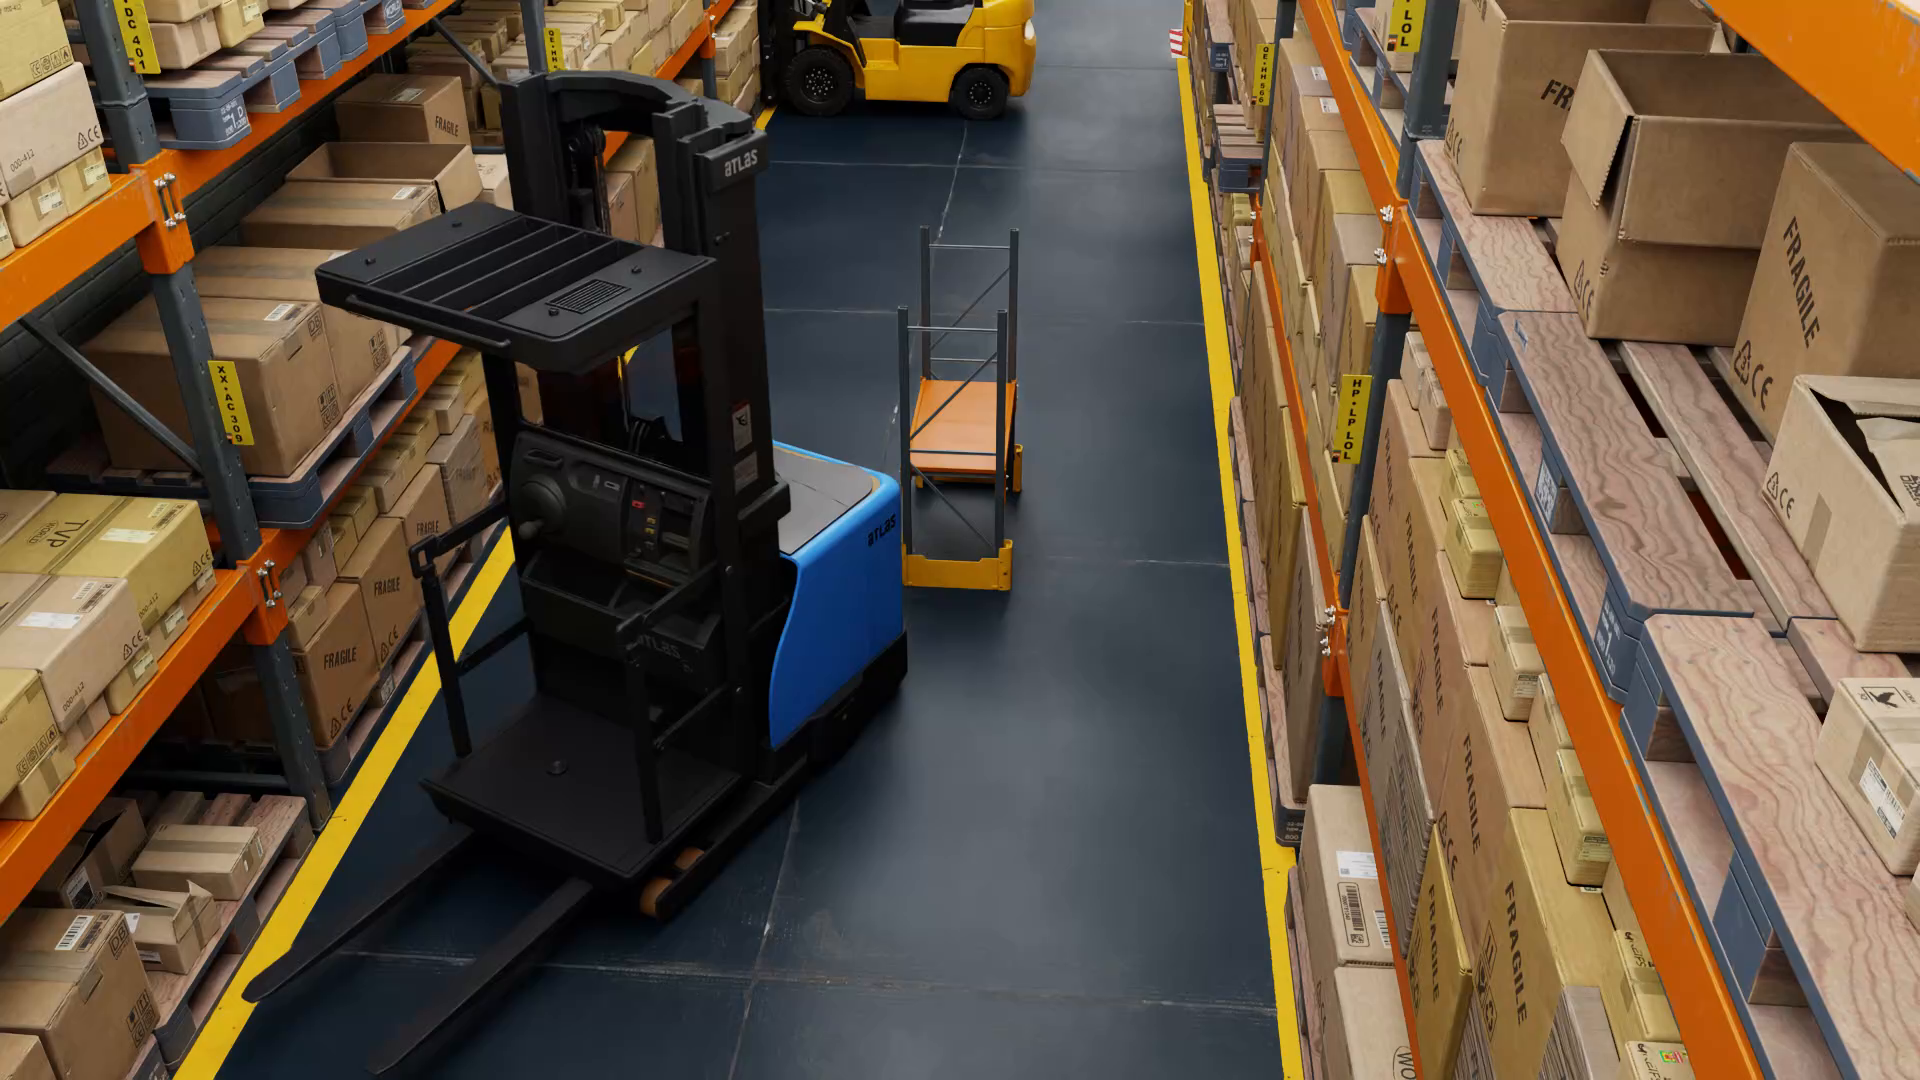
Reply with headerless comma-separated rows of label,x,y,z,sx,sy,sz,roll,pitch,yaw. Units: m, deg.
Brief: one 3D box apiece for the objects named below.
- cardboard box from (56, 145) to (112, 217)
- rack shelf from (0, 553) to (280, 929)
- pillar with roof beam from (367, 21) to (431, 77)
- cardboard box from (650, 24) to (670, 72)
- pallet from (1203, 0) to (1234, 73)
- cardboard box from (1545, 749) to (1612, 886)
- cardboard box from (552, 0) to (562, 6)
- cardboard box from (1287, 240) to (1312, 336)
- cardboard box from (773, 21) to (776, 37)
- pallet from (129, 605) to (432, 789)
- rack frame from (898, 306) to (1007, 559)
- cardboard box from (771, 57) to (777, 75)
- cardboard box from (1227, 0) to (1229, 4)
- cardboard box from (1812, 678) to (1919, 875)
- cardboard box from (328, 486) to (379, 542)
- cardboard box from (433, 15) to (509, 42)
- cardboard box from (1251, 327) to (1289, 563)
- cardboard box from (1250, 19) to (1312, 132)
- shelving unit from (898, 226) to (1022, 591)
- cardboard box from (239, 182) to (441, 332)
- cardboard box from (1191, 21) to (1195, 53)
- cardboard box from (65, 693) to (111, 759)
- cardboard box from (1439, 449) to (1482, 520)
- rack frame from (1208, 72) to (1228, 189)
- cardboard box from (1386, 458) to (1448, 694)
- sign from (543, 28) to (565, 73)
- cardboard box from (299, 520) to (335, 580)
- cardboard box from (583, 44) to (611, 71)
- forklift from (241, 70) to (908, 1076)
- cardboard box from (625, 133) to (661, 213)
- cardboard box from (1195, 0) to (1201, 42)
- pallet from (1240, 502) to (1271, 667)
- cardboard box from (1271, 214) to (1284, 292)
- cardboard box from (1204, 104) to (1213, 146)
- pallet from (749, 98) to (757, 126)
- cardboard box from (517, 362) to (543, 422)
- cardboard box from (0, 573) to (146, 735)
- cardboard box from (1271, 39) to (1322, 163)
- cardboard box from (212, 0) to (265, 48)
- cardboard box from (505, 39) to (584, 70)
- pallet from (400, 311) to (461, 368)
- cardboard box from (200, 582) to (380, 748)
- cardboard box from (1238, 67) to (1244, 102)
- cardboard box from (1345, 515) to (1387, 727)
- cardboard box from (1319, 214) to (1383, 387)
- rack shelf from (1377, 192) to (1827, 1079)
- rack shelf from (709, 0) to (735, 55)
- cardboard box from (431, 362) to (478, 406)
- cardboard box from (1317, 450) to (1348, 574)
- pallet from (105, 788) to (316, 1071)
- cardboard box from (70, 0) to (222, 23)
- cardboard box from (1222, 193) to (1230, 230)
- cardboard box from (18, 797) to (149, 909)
cardboard box,-2.841,-1.100,5.056,0.380,0.149,0.250,2,32,4
rack shelf,-3.269,1.222,4.594,1.077,0.370,4.000,2,32,4
pillar with roof beam,0.718,-5.312,8.793,9.100,9.000,0.400,2,32,4
cardboard box,-2.341,-3.454,11.638,0.500,0.250,0.500,3,32,4
pallet,2.286,-3.628,11.962,1.003,0.211,1.213,2,32,4
cardboard box,1.395,0.561,3.314,0.380,0.149,0.250,3,32,5
cardboard box,-2.441,-3.510,10.873,0.380,0.149,0.250,2,32,4
cardboard box,1.729,-1.112,7.361,0.500,0.250,0.500,3,32,5
cardboard box,-1.930,-4.826,15.466,0.500,0.250,0.500,2,32,3
pallet,-3.077,0.630,7.527,1.003,0.211,1.213,2,32,4
rack frame,-0.034,-0.417,7.998,0.500,1.500,0.032,2,32,4
cardboard box,-1.972,-4.361,15.188,0.500,0.250,0.500,3,32,6
cardboard box,2.129,-3.957,11.532,0.500,0.500,0.500,3,32,4
cardboard box,1.417,0.318,2.260,0.380,0.149,0.250,0,32,0
cardboard box,-2.848,-0.124,7.456,0.380,0.149,0.250,2,32,3
cardboard box,-3.013,-3.125,10.249,0.380,0.149,0.250,2,32,3
cardboard box,1.952,-0.462,8.266,0.875,0.875,0.875,3,32,5
cardboard box,1.927,-2.609,9.346,0.500,0.500,0.500,2,32,3
shelving unit,0.006,-0.678,8.421,0.587,1.500,1.083,2,32,4
cardboard box,-2.737,-1.276,7.466,0.700,0.500,0.500,2,32,4
cardboard box,2.477,-4.793,15.890,0.500,0.250,0.500,2,32,4
cardboard box,-2.925,0.564,5.215,0.380,0.149,0.250,3,32,5
cardboard box,1.492,-0.113,4.408,0.380,0.149,0.250,2,32,4
rack frame,2.493,-4.104,12.550,1.000,3.000,0.127,2,32,4
cardboard box,1.514,0.114,4.658,0.500,0.500,0.500,2,32,3
sign,-2.239,-2.663,9.184,0.100,0.325,0.005,2,32,4
cardboard box,-2.838,0.038,6.910,0.380,0.149,0.250,1,32,2
cardboard box,-2.459,-2.854,10.189,0.500,0.250,0.500,3,32,6
forklift,-1.429,-0.068,6.067,1.130,2.935,3.031,17,36,26
cardboard box,-2.557,-2.803,12.302,0.875,0.625,0.625,2,32,3
cardboard box,2.438,-4.827,15.229,0.500,0.500,0.500,1,32,2
pallet,1.926,0.220,8.191,1.003,0.211,1.213,2,32,4
cardboard box,1.853,-1.434,8.360,0.500,0.250,0.500,2,32,3
cardboard box,2.273,-3.432,13.681,0.500,0.250,0.500,4,32,6
pallet,-2.348,-3.541,14.294,1.003,0.211,1.213,2,32,4
cardboard box,-2.651,-0.845,9.245,0.500,0.500,0.500,2,32,3
cardboard box,-2.930,0.346,5.189,0.500,0.250,0.500,3,32,4
cardboard box,1.883,-2.233,8.466,0.500,0.500,0.500,1,32,2
cardboard box,-2.629,-1.795,5.688,0.380,0.149,0.250,3,32,5
cardboard box,-2.440,-2.834,9.777,0.380,0.149,0.250,3,32,5
pallet,-2.934,-1.123,7.896,1.003,0.211,1.213,2,32,4
cardboard box,-2.842,0.512,7.043,0.500,0.500,0.500,4,32,6
cardboard box,1.922,-2.818,10.303,0.380,0.149,0.250,3,32,5
cardboard box,1.543,0.271,5.355,0.500,0.500,0.500,3,32,6
cardboard box,1.663,-0.904,6.309,0.500,0.500,0.500,3,32,5
rack shelf,1.679,0.155,3.466,1.077,0.370,4.000,2,32,4
rack shelf,-2.292,-5.053,14.776,1.077,0.370,4.000,2,32,4
cardboard box,-2.711,-0.797,8.549,0.380,0.149,0.250,2,32,3
cardboard box,1.627,-0.102,6.199,0.500,0.250,0.500,2,32,3
pallet,-3.163,1.416,6.251,1.003,0.211,1.213,2,32,4
cardboard box,-2.644,-1.786,5.390,0.380,0.149,0.250,3,32,5
cardboard box,2.398,-2.513,12.073,0.950,0.372,0.625,4,32,7
cardboard box,-3.395,1.171,6.154,0.500,0.311,0.500,4,32,6
